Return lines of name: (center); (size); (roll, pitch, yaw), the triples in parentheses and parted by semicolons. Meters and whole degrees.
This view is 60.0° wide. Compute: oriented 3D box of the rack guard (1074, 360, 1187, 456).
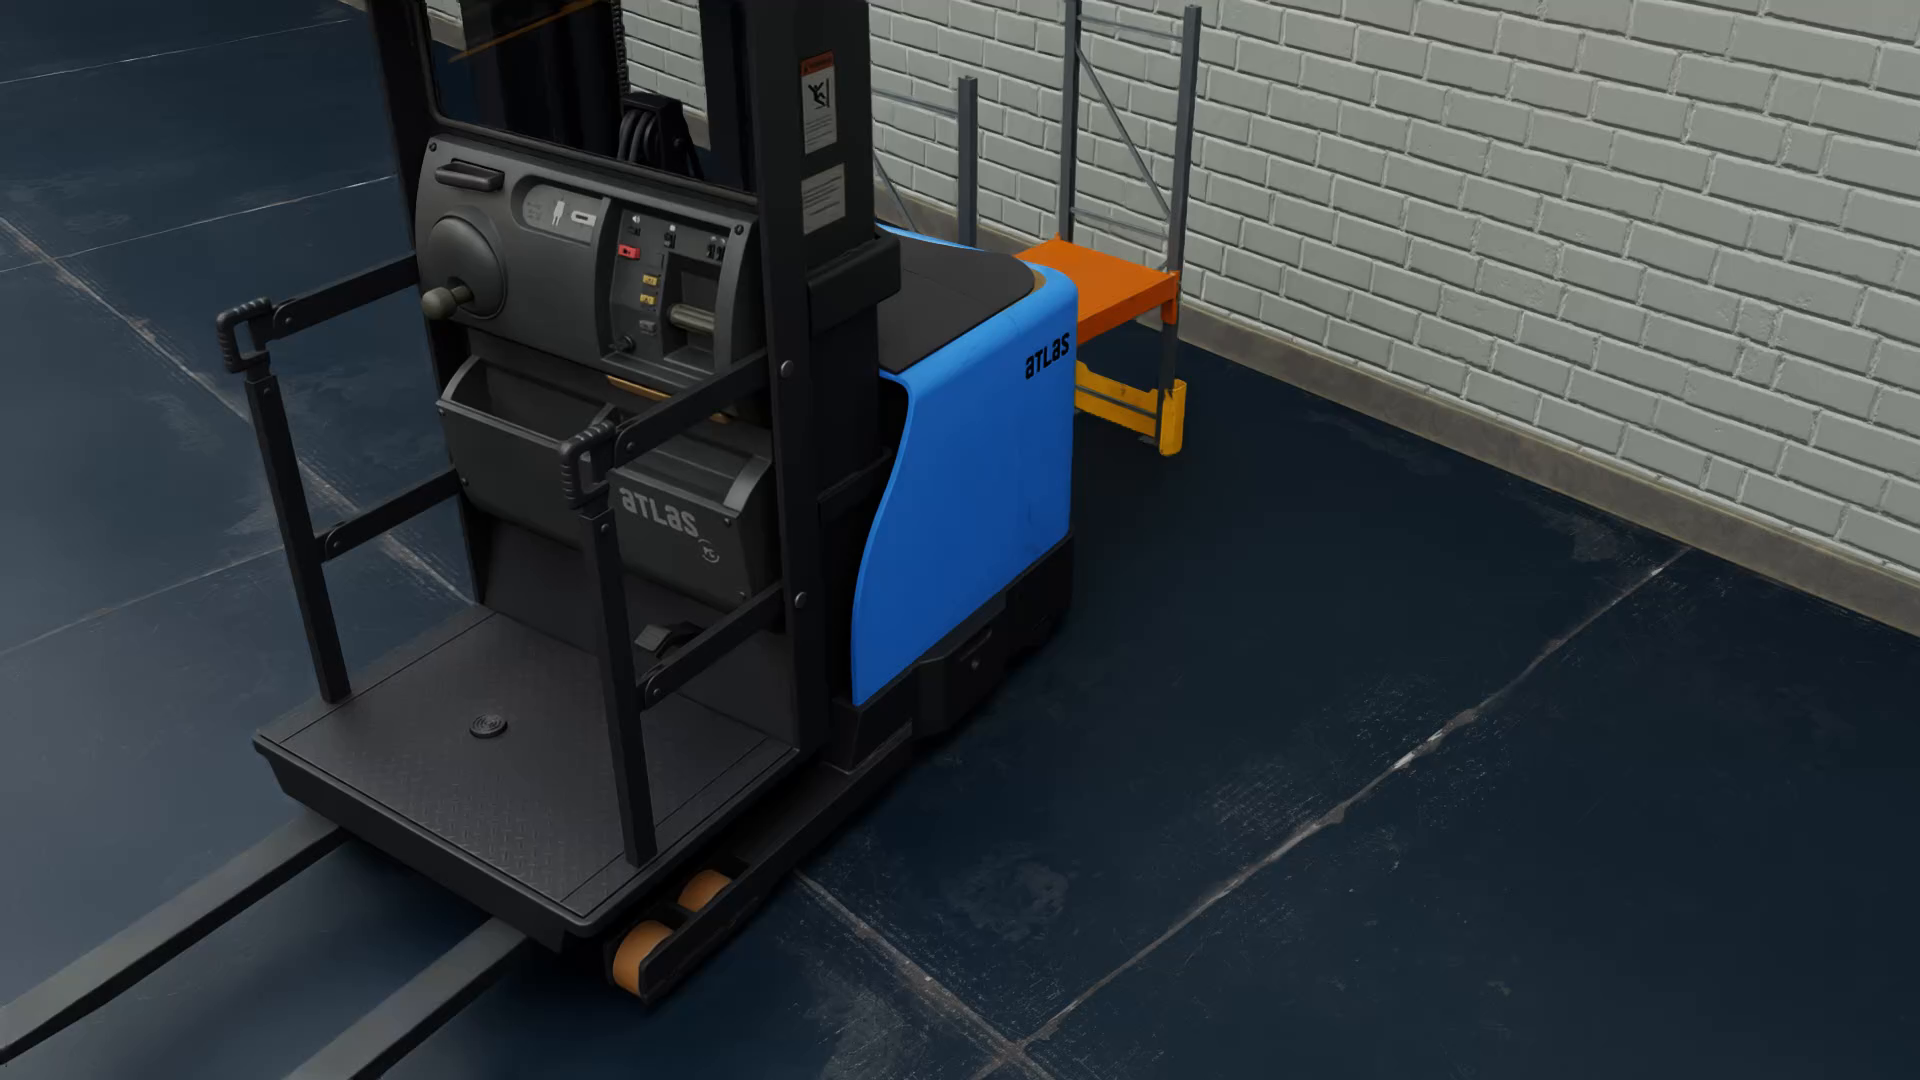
rack guard: (0.531, -0.511, 5.847); (0.587, 0.250, 0.087); (25, 39, 35)

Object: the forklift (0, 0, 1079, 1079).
forklift: (-0.923, -0.539, 3.321); (1.130, 2.935, 3.031); (20, 37, 29)

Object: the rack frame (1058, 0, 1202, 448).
rack frame: (0.532, -1.045, 5.522); (0.500, 1.500, 0.032); (25, 39, 35)

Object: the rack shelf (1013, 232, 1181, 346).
rack shelf: (0.191, -0.695, 5.293); (0.538, 0.185, 1.000); (25, 39, 35)

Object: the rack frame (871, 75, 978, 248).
rack frame: (-0.149, -0.651, 4.878); (0.500, 1.500, 0.032); (25, 39, 35)

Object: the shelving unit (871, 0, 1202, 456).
shelving unit: (0.198, -0.852, 5.205); (0.587, 1.500, 1.083); (25, 39, 35)
